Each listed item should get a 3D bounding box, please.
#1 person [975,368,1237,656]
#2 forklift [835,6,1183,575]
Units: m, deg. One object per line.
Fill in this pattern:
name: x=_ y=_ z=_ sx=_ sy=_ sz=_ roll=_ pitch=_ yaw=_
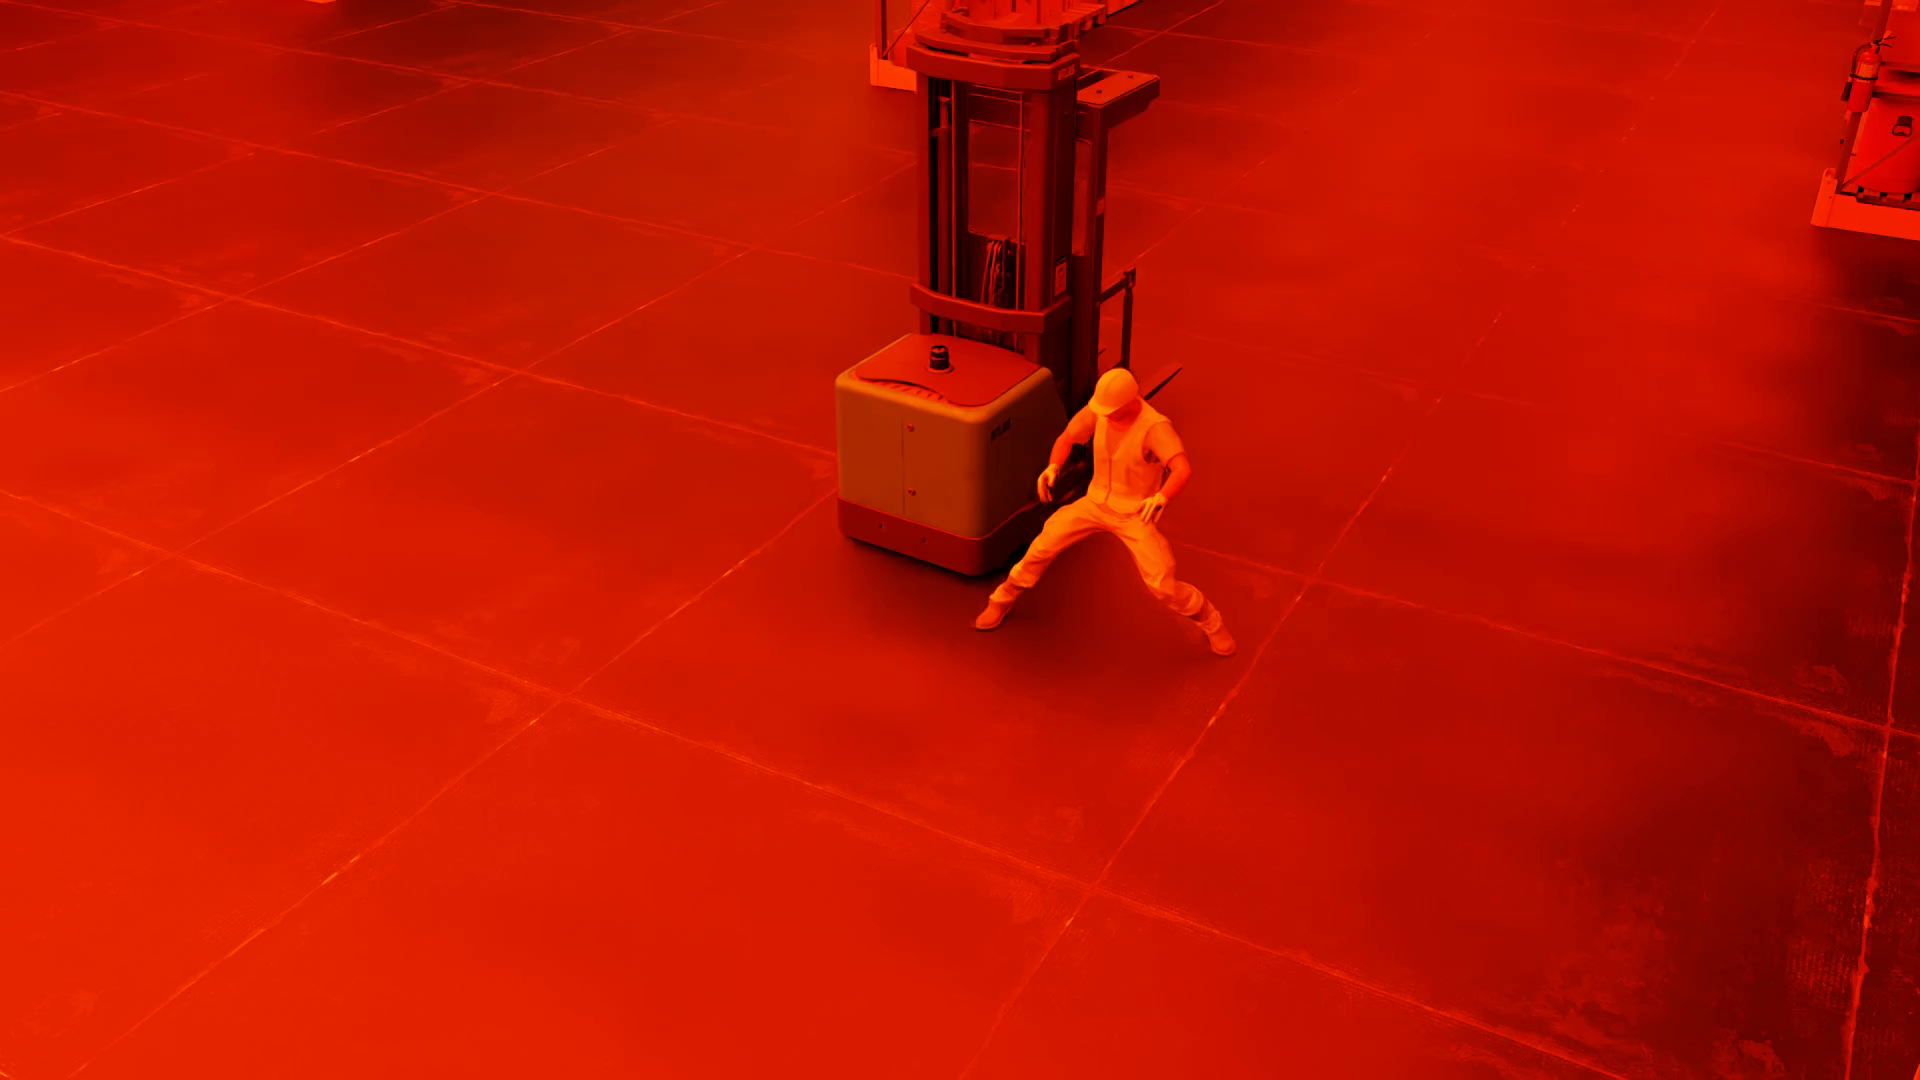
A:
person: x=0.797 y=-0.142 z=8.682 sx=1.301 sy=1.566 sz=0.848 roll=25 pitch=38 yaw=36
forklift: x=0.479 y=-1.764 z=10.127 sx=1.130 sy=2.935 sz=3.031 roll=17 pitch=34 yaw=28
